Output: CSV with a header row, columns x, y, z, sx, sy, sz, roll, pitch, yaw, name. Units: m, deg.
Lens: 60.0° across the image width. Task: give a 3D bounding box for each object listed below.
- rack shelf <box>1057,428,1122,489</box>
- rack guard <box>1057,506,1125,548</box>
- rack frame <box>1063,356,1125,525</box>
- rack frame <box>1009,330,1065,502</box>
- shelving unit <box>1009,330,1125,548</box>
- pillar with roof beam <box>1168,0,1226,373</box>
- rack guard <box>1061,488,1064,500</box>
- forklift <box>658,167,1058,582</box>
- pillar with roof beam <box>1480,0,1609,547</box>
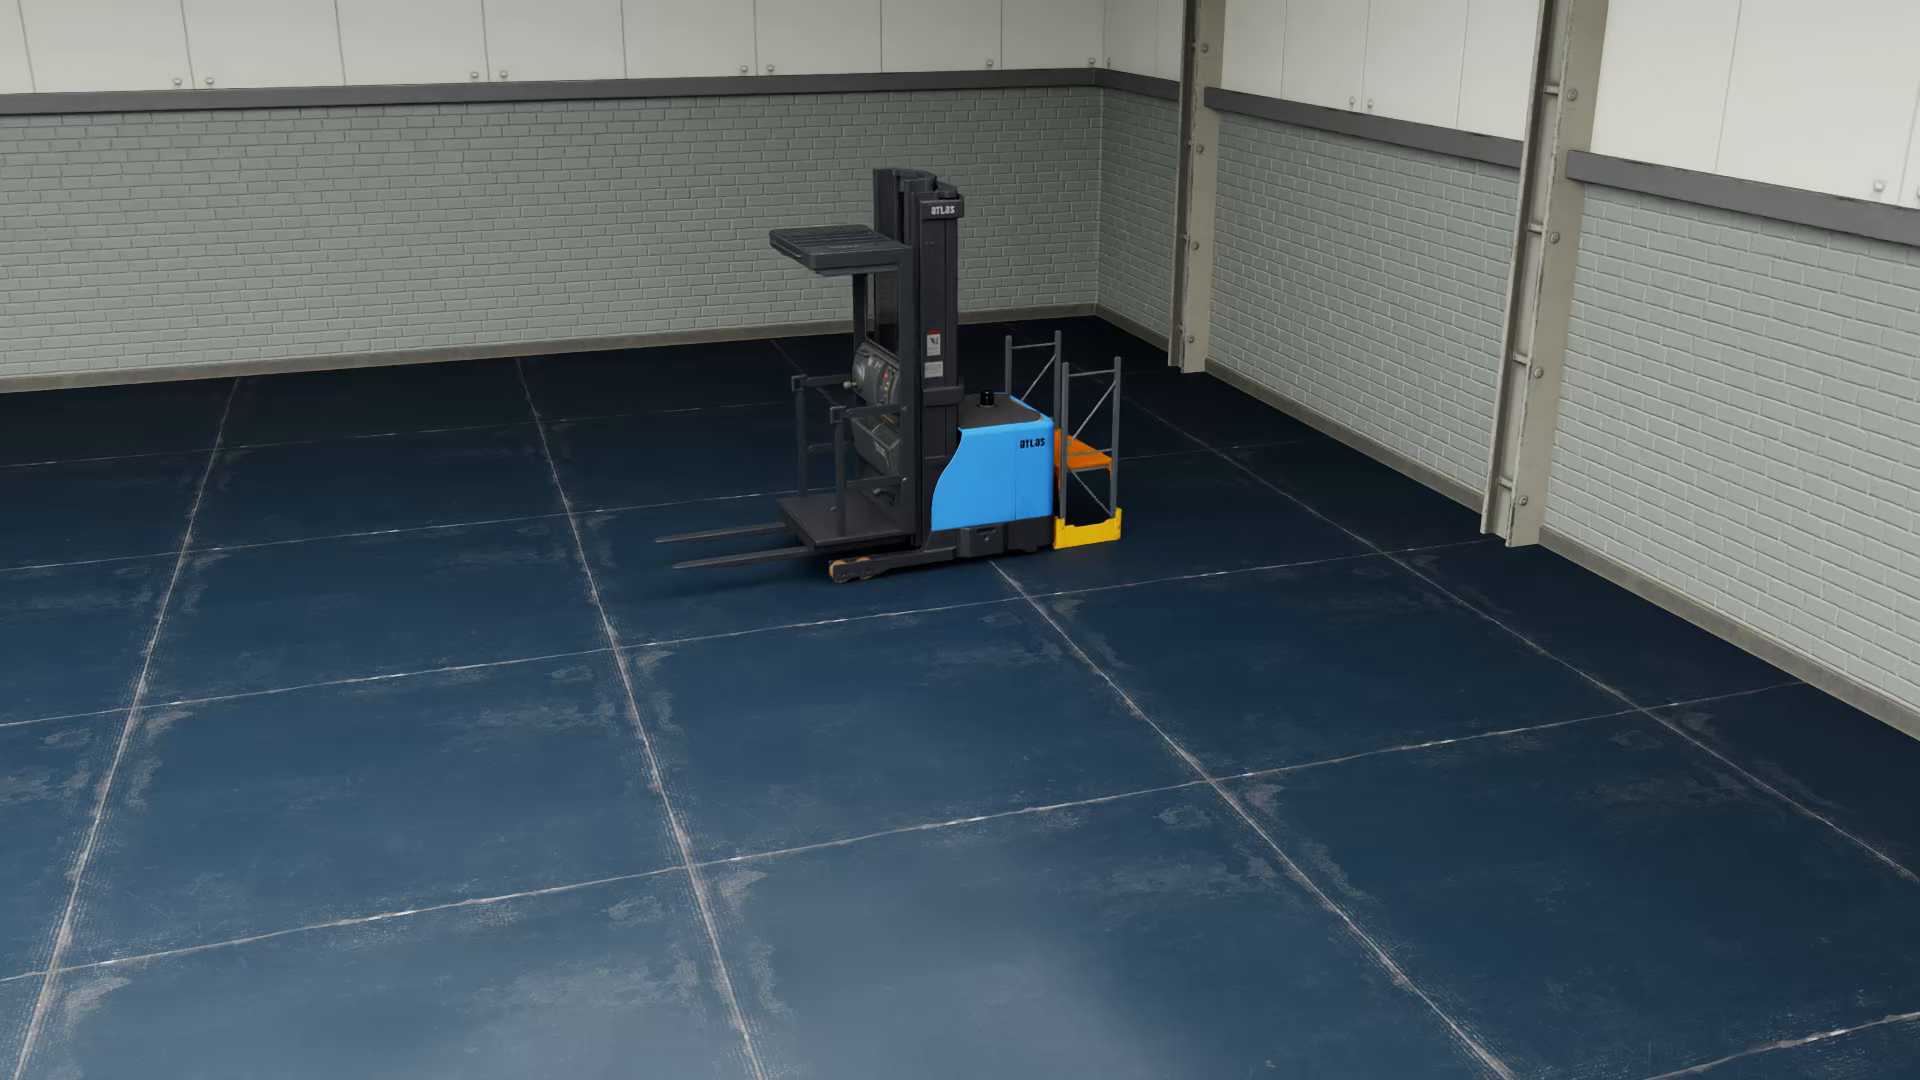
x,y,z,sx,sy,sz,roll,pitch,yaw,name
0.845,-0.679,13.619,0.538,0.185,1.000,-9,21,-23,rack shelf
1.051,-0.103,13.334,0.587,0.250,0.087,-9,21,-23,rack guard
1.052,-0.691,13.122,0.500,1.500,0.032,-9,21,-23,rack frame
0.638,-1.005,13.996,0.500,1.500,0.032,-9,21,-23,rack frame
0.849,-0.845,13.551,0.587,1.500,1.083,-9,21,-23,shelving unit
-1.512,-5.726,16.045,9.100,9.000,0.400,-6,21,-17,pillar with roof beam
0.646,-0.411,14.190,0.587,0.250,0.087,-9,21,-23,rack guard
-0.793,-1.263,12.597,3.031,2.935,1.130,-8,21,-21,forklift
0.374,-3.800,10.684,9.100,9.000,0.400,-6,21,-17,pillar with roof beam
